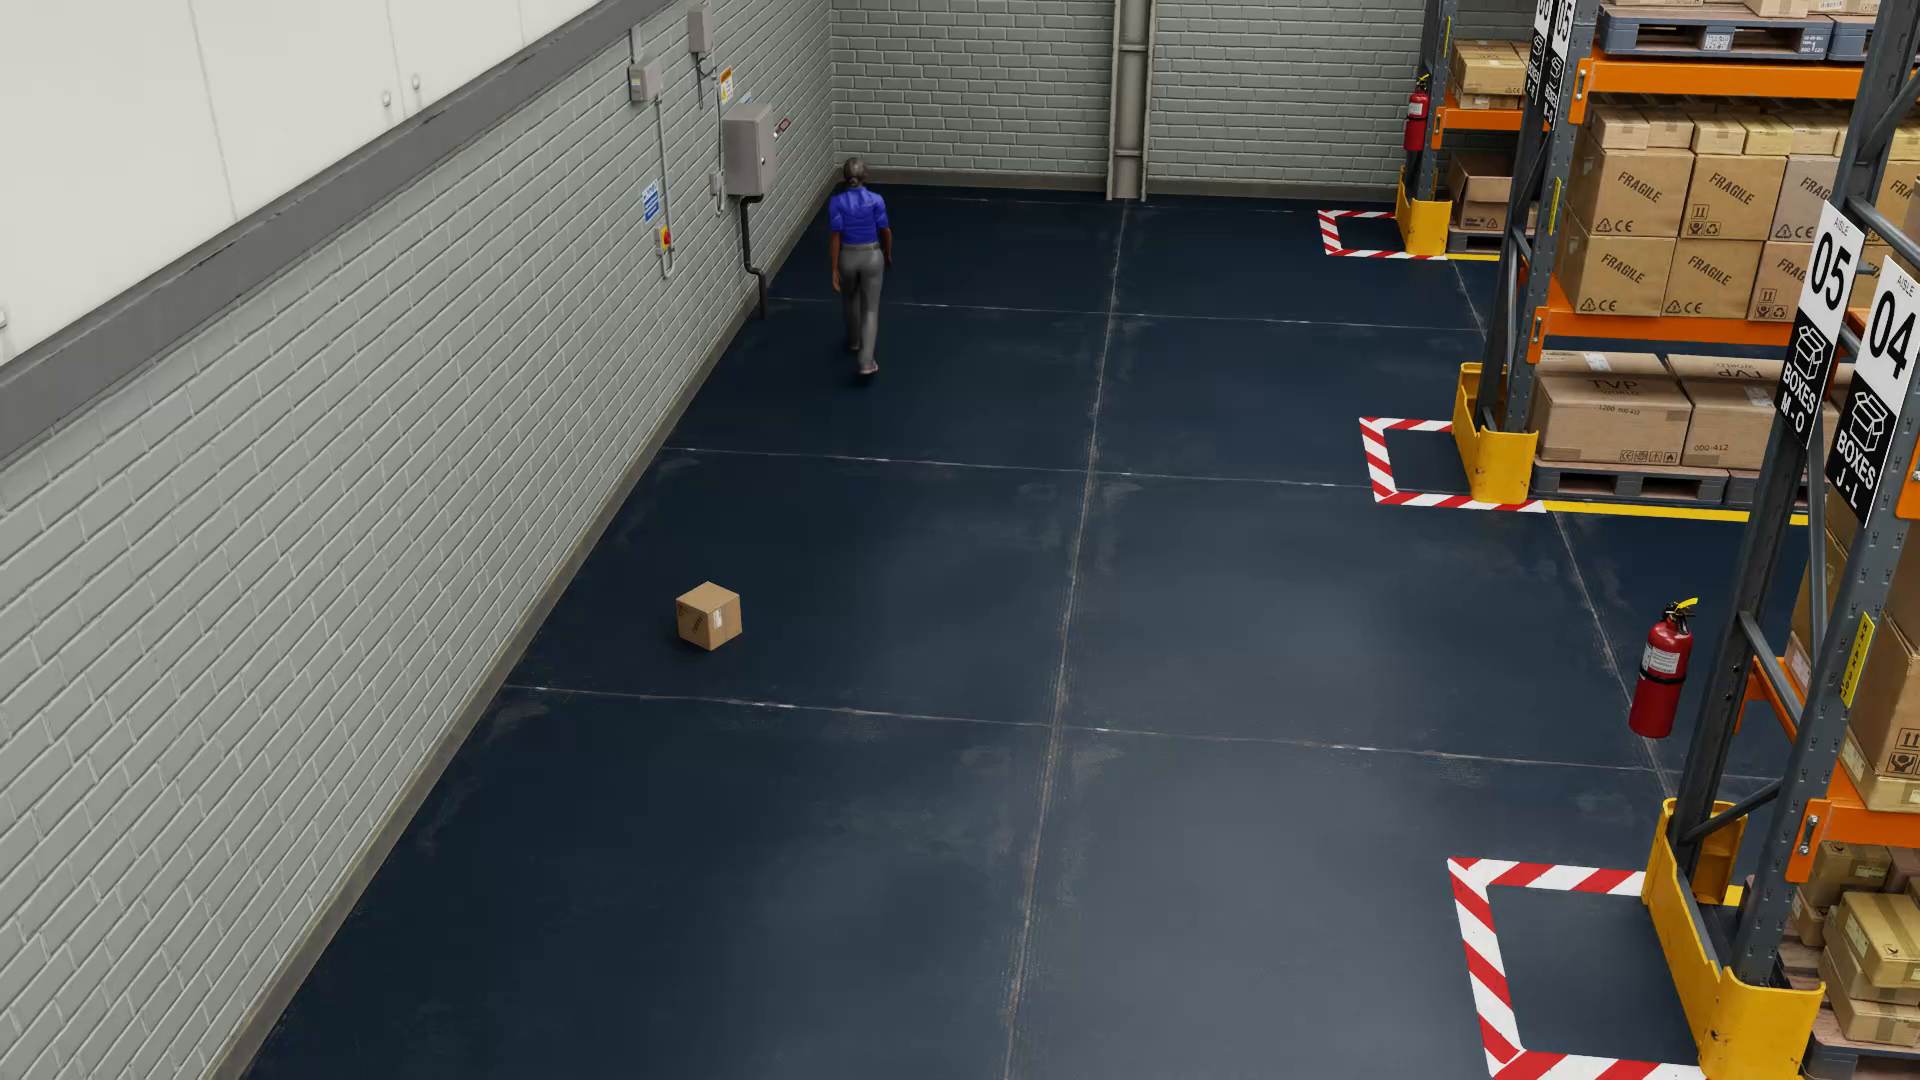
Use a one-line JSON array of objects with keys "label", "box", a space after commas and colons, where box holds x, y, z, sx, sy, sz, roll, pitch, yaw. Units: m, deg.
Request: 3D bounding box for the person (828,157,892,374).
[{"label": "person", "box": [-0.738, -2.097, 12.471, 0.450, 1.599, 0.967, 2, 29, 4]}]
